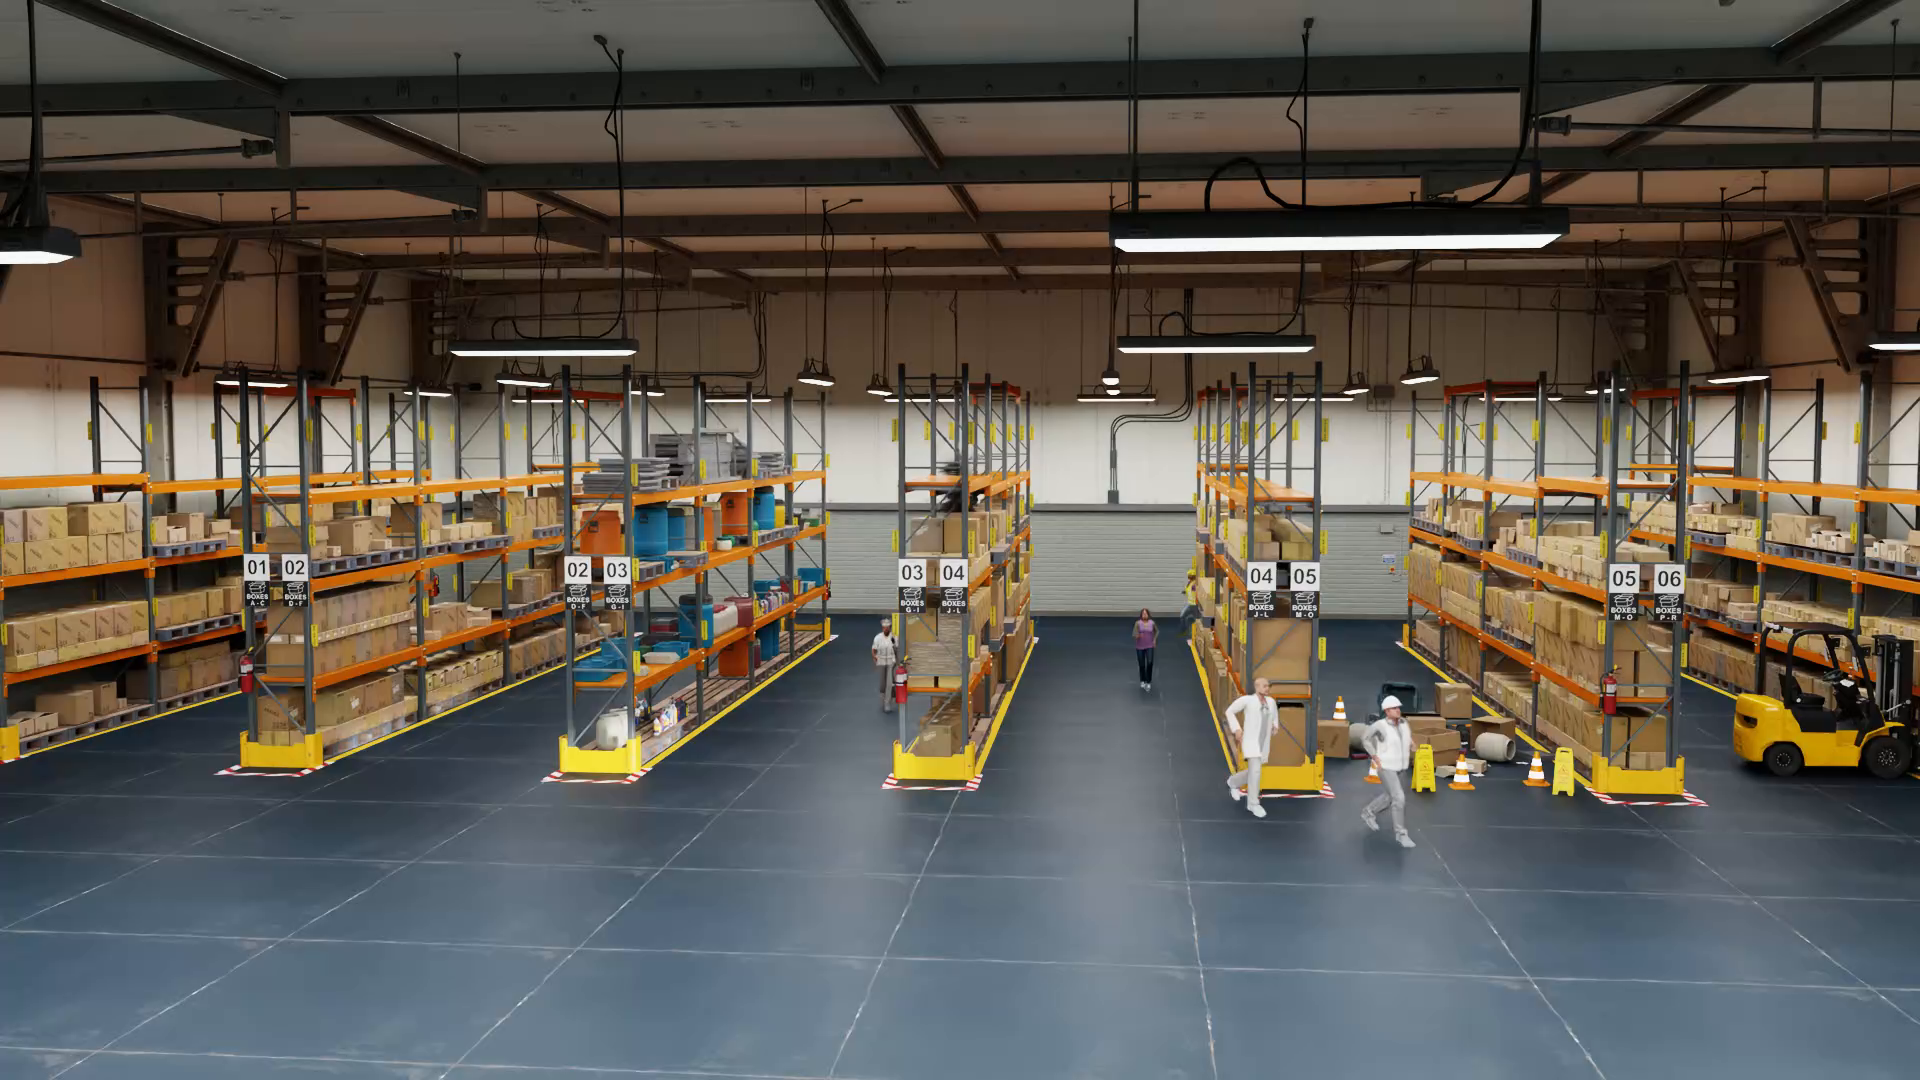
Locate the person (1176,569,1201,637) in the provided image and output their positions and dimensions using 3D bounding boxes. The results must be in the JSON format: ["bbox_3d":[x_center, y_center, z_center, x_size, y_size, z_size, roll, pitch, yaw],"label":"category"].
[{"bbox_3d":[5.734,1.557,40.673,0.831,1.755,0.805,0,4,-2],"label":"person"}]

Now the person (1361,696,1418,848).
[{"bbox_3d":[5.299,2.802,20.431,0.643,1.798,0.894,-2,4,-34],"label":"person"}]

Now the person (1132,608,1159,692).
[{"bbox_3d":[3.600,2.136,32.260,0.513,1.625,0.646,0,4,6],"label":"person"}]

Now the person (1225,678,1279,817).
[{"bbox_3d":[3.934,2.716,22.172,0.746,1.767,0.981,-2,4,-26],"label":"person"}]

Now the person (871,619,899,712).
[{"bbox_3d":[-1.326,2.244,30.165,0.565,1.664,0.768,0,4,-3],"label":"person"}]
